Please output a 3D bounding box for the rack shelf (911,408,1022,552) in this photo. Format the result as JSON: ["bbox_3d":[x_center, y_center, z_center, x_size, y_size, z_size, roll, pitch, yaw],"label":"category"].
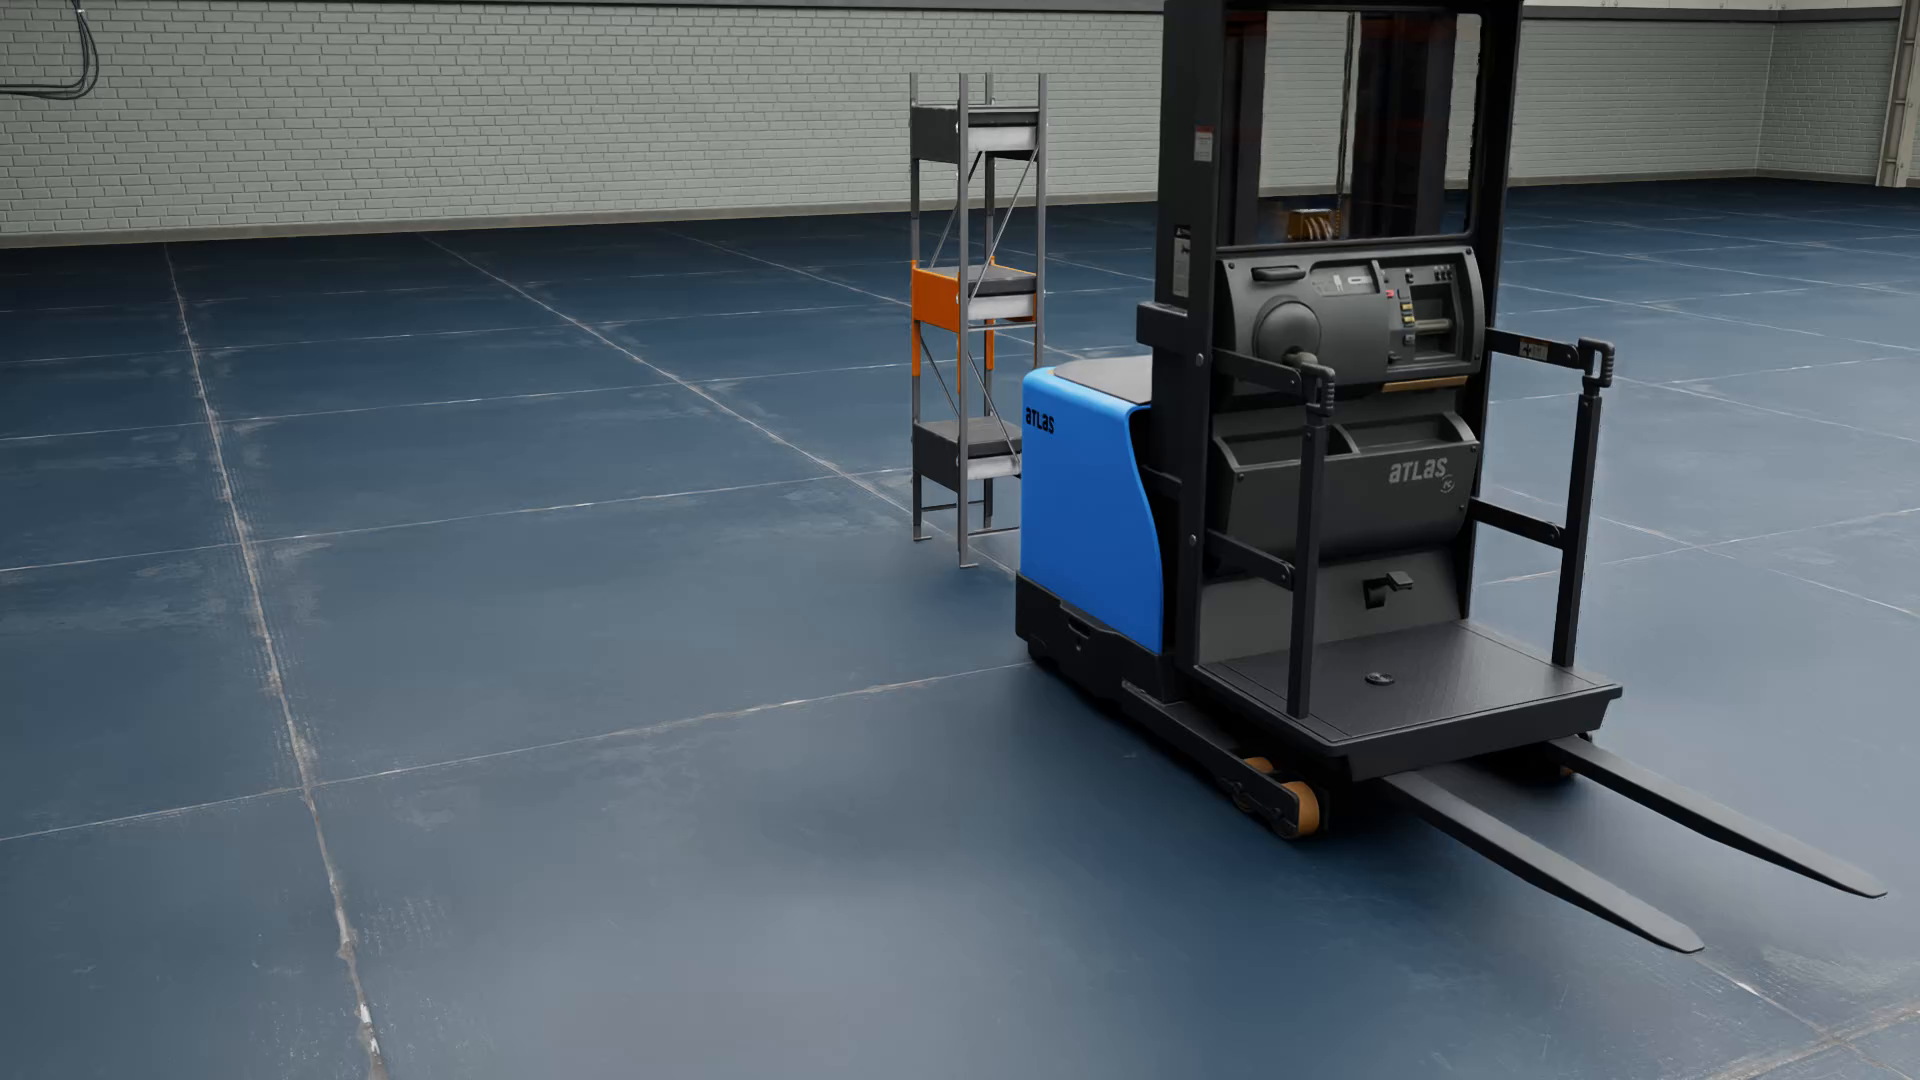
[{"bbox_3d":[0.073,-0.282,7.515,0.431,0.518,0.480,-8,18,-25],"label":"rack shelf"}]

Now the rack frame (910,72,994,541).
[{"bbox_3d":[-0.034,-1.029,7.529,0.400,2.100,0.015,-8,18,-25],"label":"rack frame"}]

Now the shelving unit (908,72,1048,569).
[{"bbox_3d":[0.073,-0.968,7.318,0.431,2.100,0.503,-8,18,-25],"label":"shelving unit"}]

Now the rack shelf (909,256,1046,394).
[{"bbox_3d":[0.073,-0.955,7.322,0.431,0.518,0.480,-8,18,-25],"label":"rack shelf"}]

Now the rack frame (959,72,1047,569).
[{"bbox_3d":[0.179,-0.908,7.107,0.400,2.100,0.015,-8,18,-25],"label":"rack frame"}]

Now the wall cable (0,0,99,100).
[{"bbox_3d":[-11.661,-6.284,18.963,3.097,2.526,0.112,-8,18,-25],"label":"wall cable"}]

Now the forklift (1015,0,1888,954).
[{"bbox_3d":[1.290,-0.688,4.835,1.130,2.935,3.031,-7,18,-24],"label":"forklift"}]

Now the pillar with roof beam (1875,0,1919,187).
[{"bbox_3d":[12.887,-10.172,26.884,9.100,9.000,0.400,-8,18,-25],"label":"pillar with roof beam"}]

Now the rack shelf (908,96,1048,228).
[{"bbox_3d":[0.072,-1.628,7.129,0.431,0.518,0.480,-8,18,-25],"label":"rack shelf"}]
